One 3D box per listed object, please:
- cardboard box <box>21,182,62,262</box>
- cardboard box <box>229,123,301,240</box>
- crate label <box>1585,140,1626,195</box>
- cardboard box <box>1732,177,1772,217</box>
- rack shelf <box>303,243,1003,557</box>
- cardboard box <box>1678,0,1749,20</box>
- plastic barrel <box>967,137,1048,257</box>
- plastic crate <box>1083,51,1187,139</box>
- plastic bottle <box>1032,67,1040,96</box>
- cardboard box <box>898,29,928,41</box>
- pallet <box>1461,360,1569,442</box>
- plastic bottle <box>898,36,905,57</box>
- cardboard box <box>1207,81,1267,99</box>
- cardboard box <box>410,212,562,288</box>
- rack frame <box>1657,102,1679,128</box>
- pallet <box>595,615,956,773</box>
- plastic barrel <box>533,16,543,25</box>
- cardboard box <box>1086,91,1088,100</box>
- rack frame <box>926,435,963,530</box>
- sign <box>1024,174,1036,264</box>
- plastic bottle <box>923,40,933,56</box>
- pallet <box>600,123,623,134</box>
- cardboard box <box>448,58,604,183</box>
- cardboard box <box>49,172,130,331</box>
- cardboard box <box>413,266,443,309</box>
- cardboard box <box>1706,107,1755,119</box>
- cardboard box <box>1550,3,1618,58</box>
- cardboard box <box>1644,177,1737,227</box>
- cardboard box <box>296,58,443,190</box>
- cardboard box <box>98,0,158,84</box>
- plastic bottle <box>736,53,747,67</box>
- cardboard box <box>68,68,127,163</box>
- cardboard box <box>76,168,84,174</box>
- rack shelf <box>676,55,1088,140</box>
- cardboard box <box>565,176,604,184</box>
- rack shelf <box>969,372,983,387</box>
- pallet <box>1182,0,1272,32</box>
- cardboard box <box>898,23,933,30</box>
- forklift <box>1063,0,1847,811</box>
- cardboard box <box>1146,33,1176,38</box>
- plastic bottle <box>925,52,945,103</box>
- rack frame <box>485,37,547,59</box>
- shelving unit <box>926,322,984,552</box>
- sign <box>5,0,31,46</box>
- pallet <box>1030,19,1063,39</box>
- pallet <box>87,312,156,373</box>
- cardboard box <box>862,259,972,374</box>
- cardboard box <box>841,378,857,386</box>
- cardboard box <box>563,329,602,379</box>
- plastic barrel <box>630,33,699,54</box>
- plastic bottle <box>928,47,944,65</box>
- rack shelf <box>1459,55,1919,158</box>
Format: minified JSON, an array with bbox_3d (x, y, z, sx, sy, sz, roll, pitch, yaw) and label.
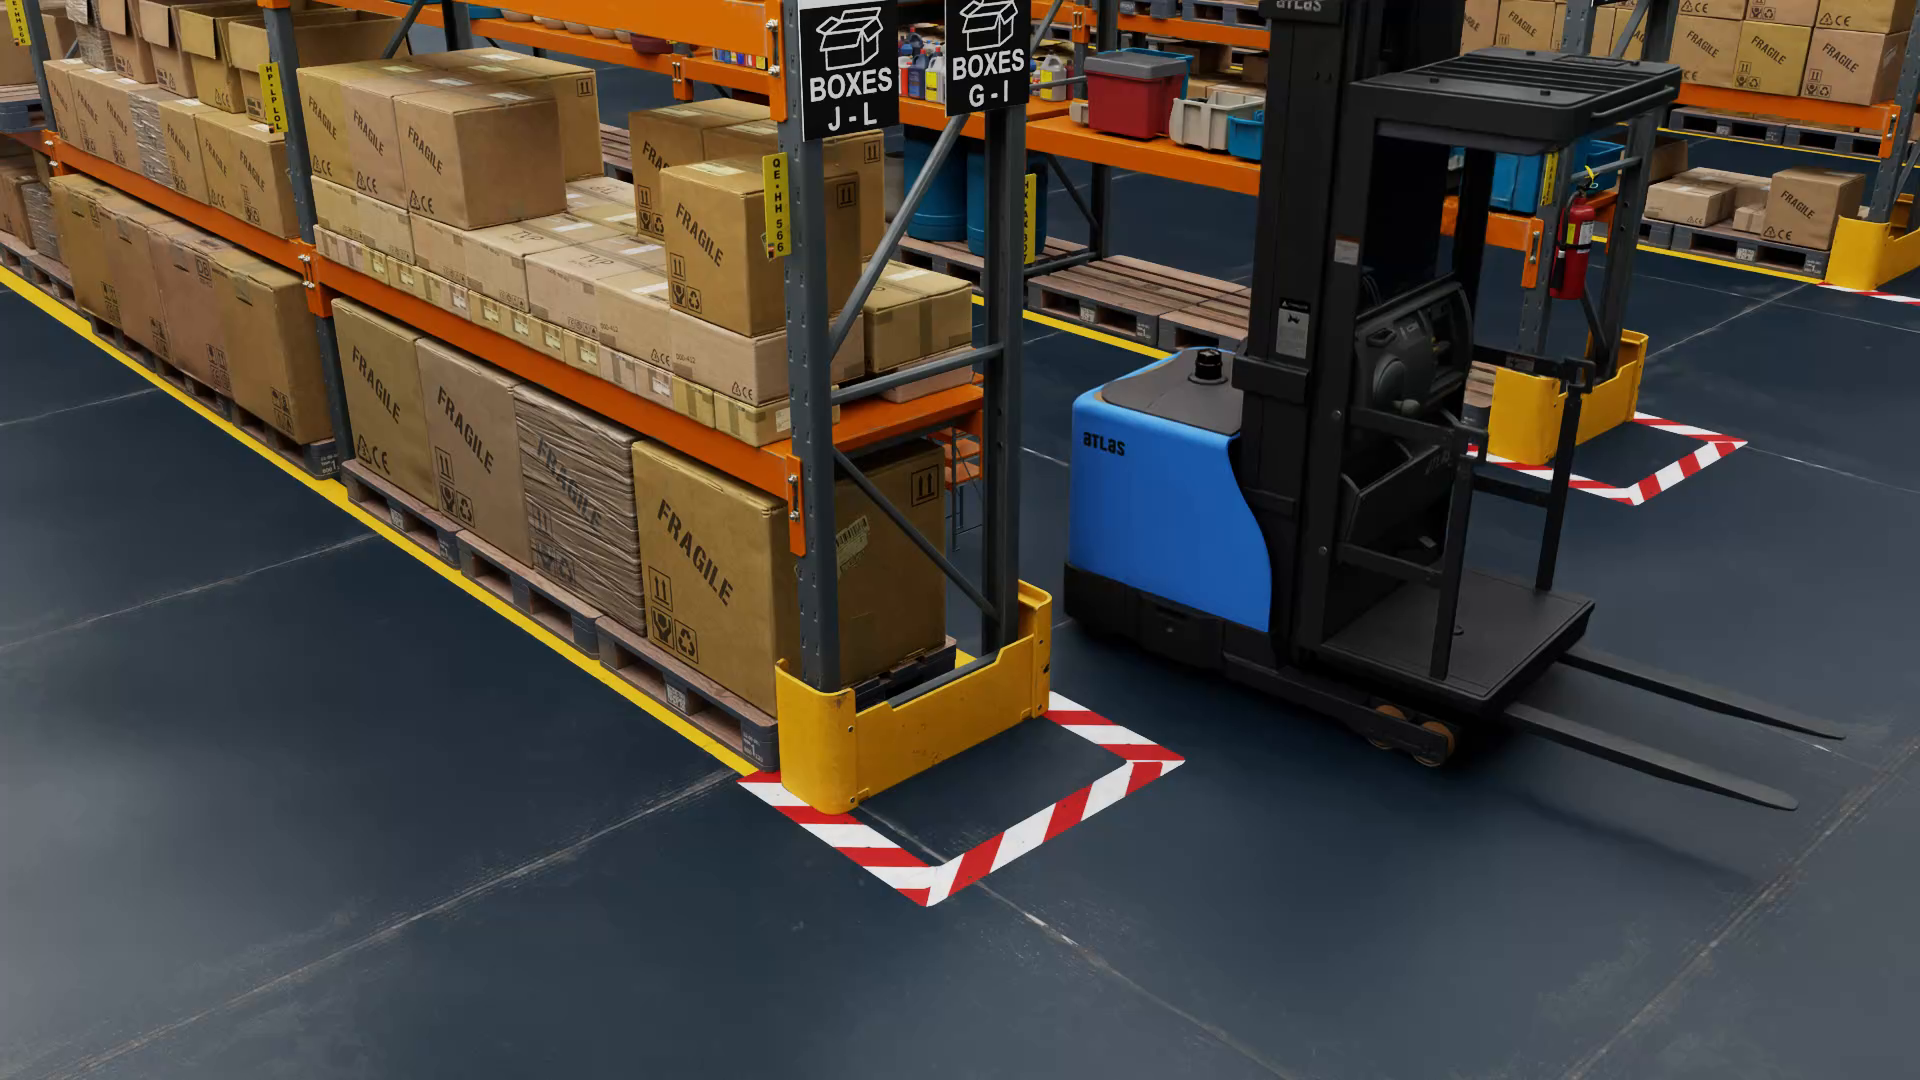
[{"bbox_3d":[-6.501,-2.425,12.434,0.500,0.500,0.700,21,32,38],"label":"cardboard box"},{"bbox_3d":[-3.425,-1.898,8.677,0.500,0.500,0.500,-21,32,-38],"label":"cardboard box"},{"bbox_3d":[3.515,-2.101,9.371,0.416,0.233,0.303,-21,32,-38],"label":"crate label"},{"bbox_3d":[6.555,-2.732,13.407,0.500,0.250,0.500,-21,32,-38],"label":"cardboard box"},{"bbox_3d":[-1.539,-0.855,7.378,1.077,0.370,4.000,-21,32,-38],"label":"rack shelf"},{"bbox_3d":[5.853,-4.252,12.631,0.500,0.500,0.500,-20,31,-37],"label":"cardboard box"},{"bbox_3d":[0.350,-2.600,12.357,0.600,0.901,0.708,-21,32,-38],"label":"plastic barrel"},{"bbox_3d":[1.137,-2.908,10.862,0.402,0.464,0.583,-21,32,-38],"label":"plastic crate"},{"bbox_3d":[0.587,-3.406,12.341,0.097,0.201,0.097,0,25,0],"label":"plastic bottle"},{"bbox_3d":[-0.701,-5.868,19.629,0.500,0.311,0.500,-22,32,-39],"label":"cardboard box"},{"bbox_3d":[2.908,-0.974,10.131,1.003,0.211,1.213,-21,32,-38],"label":"pallet"},{"bbox_3d":[-0.482,-3.891,13.306,0.061,0.283,0.133,-21,32,-38],"label":"plastic bottle"},{"bbox_3d":[2.758,-4.186,16.295,0.500,0.500,0.500,22,33,40],"label":"cardboard box"},{"bbox_3d":[-2.082,-1.332,7.377,0.500,0.250,0.500,-20,31,-37],"label":"cardboard box"},{"bbox_3d":[7.941,-6.004,17.797,1.000,3.000,0.127,-21,32,-38],"label":"rack frame"},{"bbox_3d":[-0.776,0.472,6.961,1.003,0.211,1.213,-21,32,-38],"label":"pallet"},{"bbox_3d":[-3.966,-5.110,16.004,0.301,0.262,0.301,0,25,0],"label":"plastic barrel"},{"bbox_3d":[1.056,-4.840,18.052,0.500,0.250,0.500,-20,31,-37],"label":"cardboard box"},{"bbox_3d":[-0.072,-0.578,8.071,0.240,1.200,0.006,-21,32,-38],"label":"rack frame"},{"bbox_3d":[0.237,-1.162,6.045,0.100,0.325,0.005,-21,32,-38],"label":"sign"},{"bbox_3d":[-0.246,-3.807,13.135,0.097,0.271,0.097,0,25,0],"label":"plastic bottle"},{"bbox_3d":[-4.193,-4.122,17.031,1.003,0.211,1.213,-21,32,-38],"label":"pallet"},{"bbox_3d":[-2.057,-1.981,7.896,0.500,0.500,0.500,-21,32,-38],"label":"cardboard box"},{"bbox_3d":[-5.184,-2.010,11.096,0.875,0.875,1.225,22,32,39],"label":"cardboard box"},{"bbox_3d":[-2.231,-1.175,7.513,0.380,0.149,0.250,-22,32,-39],"label":"cardboard box"},{"bbox_3d":[8.377,-4.802,17.669,0.700,0.500,0.500,-21,32,-38],"label":"cardboard box"},{"bbox_3d":[5.170,-4.105,13.514,0.500,0.500,0.500,-21,32,-39],"label":"cardboard box"},{"bbox_3d":[5.883,-2.726,13.395,0.500,0.250,0.500,-21,32,-38],"label":"cardboard box"},{"bbox_3d":[-2.765,-1.979,7.893,0.500,0.500,0.500,-21,32,-38],"label":"cardboard box"},{"bbox_3d":[-4.709,-3.078,10.054,0.797,0.503,0.637,-20,31,-37],"label":"cardboard box"},{"bbox_3d":[-1.773,-4.017,13.582,0.061,0.283,0.133,-21,32,-38],"label":"plastic bottle"},{"bbox_3d":[-5.152,-2.666,10.359,0.500,0.500,0.500,-22,33,-40],"label":"cardboard box"},{"bbox_3d":[-6.120,-2.599,11.911,0.500,0.250,0.500,-20,31,-36],"label":"cardboard box"},{"bbox_3d":[-0.658,-3.472,13.114,1.077,0.370,4.000,-21,32,-38],"label":"rack shelf"},{"bbox_3d":[-2.057,-1.640,8.054,0.500,0.250,0.500,-20,31,-37],"label":"cardboard box"},{"bbox_3d":[-0.010,-0.728,7.929,0.258,0.103,0.180,-21,32,-38],"label":"rack shelf"},{"bbox_3d":[2.926,-5.134,16.122,1.003,0.211,1.213,-21,32,-38],"label":"pallet"},{"bbox_3d":[-0.654,-6.175,20.304,0.500,0.311,0.500,-21,32,-38],"label":"cardboard box"},{"bbox_3d":[1.911,-0.716,6.289,3.031,2.935,1.130,19,31,36],"label":"forklift"},{"bbox_3d":[2.988,-7.273,23.059,0.700,0.500,0.500,-20,31,-37],"label":"cardboard box"},{"bbox_3d":[-0.158,-3.357,12.054,0.144,0.351,0.185,-21,32,-38],"label":"plastic bottle"},{"bbox_3d":[-4.759,-5.617,16.950,1.000,3.000,0.127,-21,32,-38],"label":"rack frame"},{"bbox_3d":[-0.010,-0.550,8.011,0.258,1.200,0.189,-21,32,-38],"label":"shelving unit"},{"bbox_3d":[-6.030,-3.334,10.646,0.100,0.325,0.005,-21,32,-38],"label":"sign"},{"bbox_3d":[1.150,-7.722,24.923,1.003,0.211,1.213,-21,32,-38],"label":"pallet"},{"bbox_3d":[-5.156,-1.472,11.221,1.003,0.211,1.213,-21,32,-38],"label":"pallet"},{"bbox_3d":[-0.303,-0.866,6.356,0.500,0.250,0.500,-22,33,-40],"label":"cardboard box"},{"bbox_3d":[-0.350,-0.741,6.563,0.380,0.149,0.250,-22,32,-39],"label":"cardboard box"},{"bbox_3d":[-1.355,-0.786,6.661,0.380,0.149,0.250,-22,33,-40],"label":"cardboard box"},{"bbox_3d":[-2.563,-4.522,14.385,0.600,0.536,0.708,-21,32,-38],"label":"plastic barrel"},{"bbox_3d":[-0.179,-3.454,12.266,0.144,0.351,0.185,-21,32,-38],"label":"plastic bottle"},{"bbox_3d":[5.695,-3.665,13.535,1.077,0.370,4.000,-21,32,-38],"label":"rack shelf"}]
